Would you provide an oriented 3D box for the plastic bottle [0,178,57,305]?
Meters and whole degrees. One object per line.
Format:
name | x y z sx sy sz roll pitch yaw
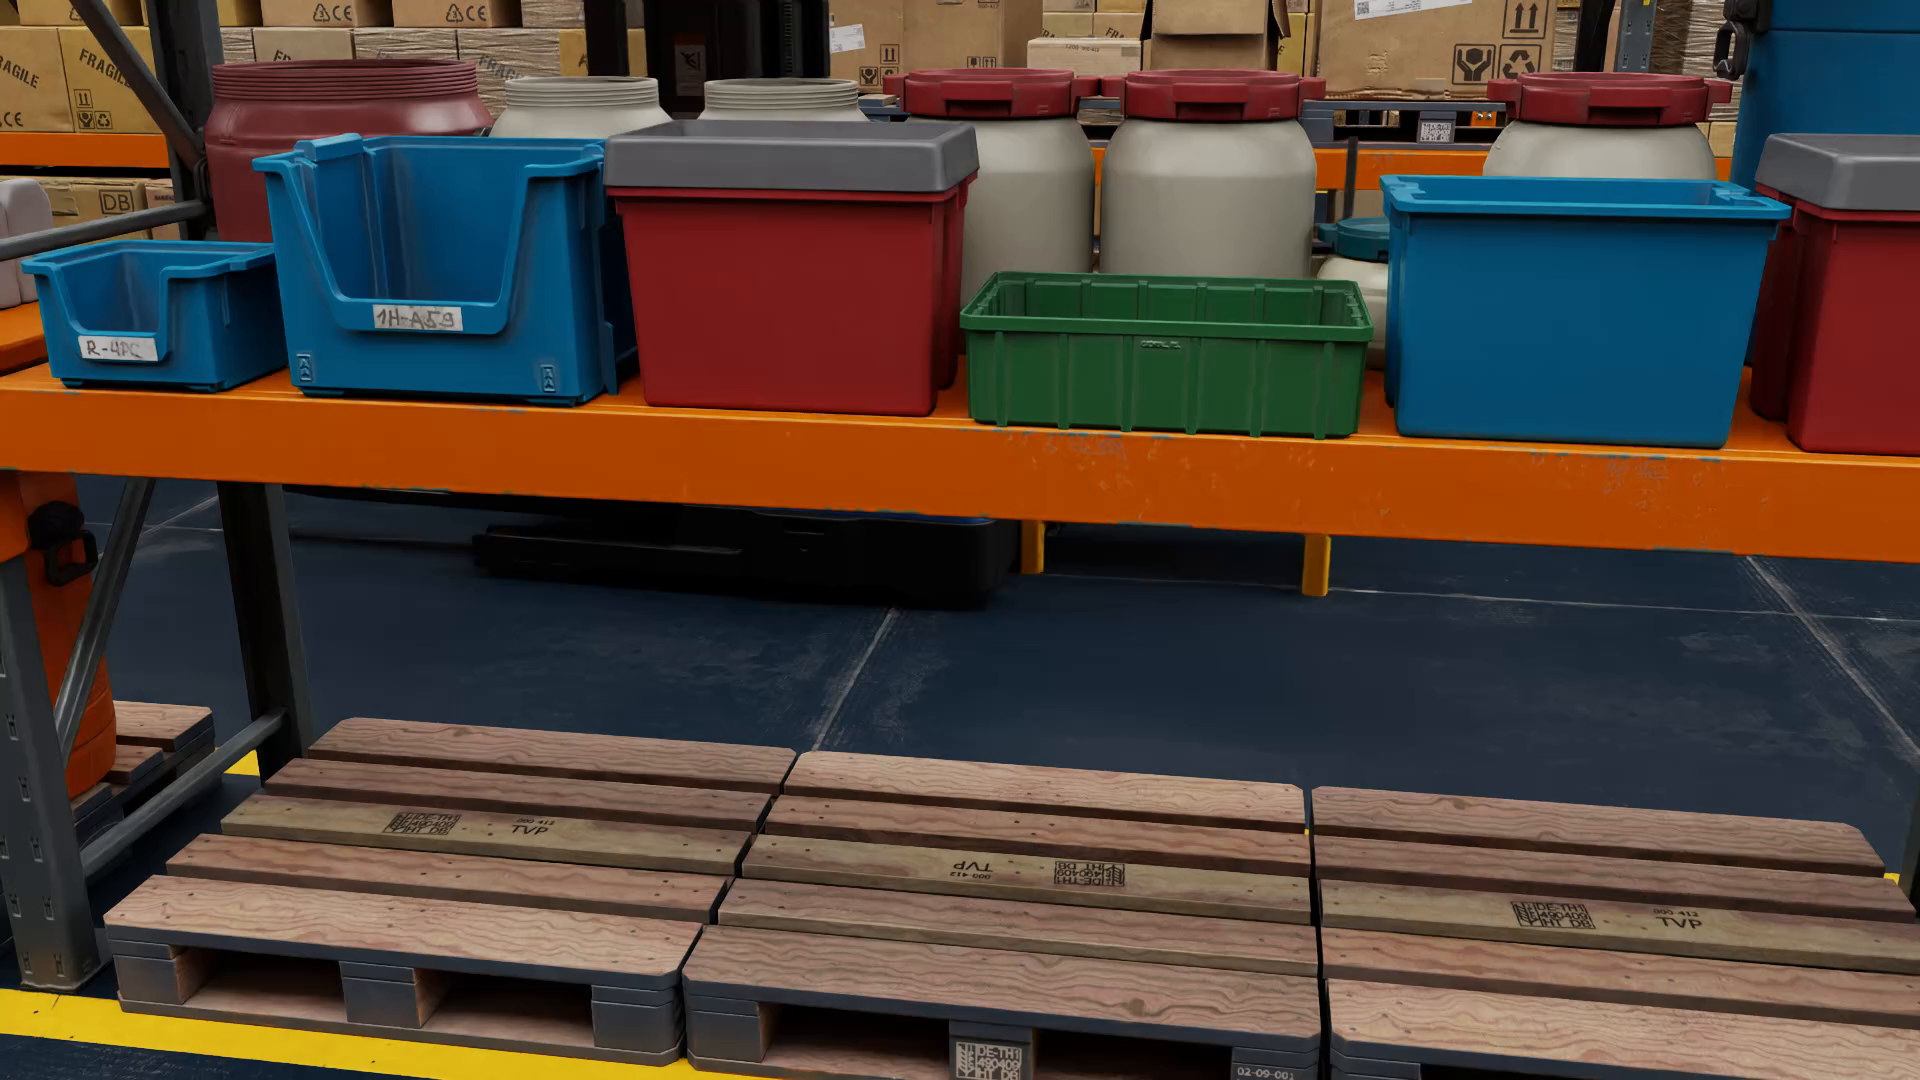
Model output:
plastic bottle | -2.202 -0.697 3.856 0.135 0.276 0.152 3 19 9

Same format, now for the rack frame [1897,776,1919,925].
rack frame | 2.123 -0.432 2.867 0.127 3.000 1.000 3 19 9

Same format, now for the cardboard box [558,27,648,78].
cardboard box | -1.567 -2.180 7.932 0.500 0.500 0.500 4 19 10

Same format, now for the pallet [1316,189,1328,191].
pallet | 3.712 -3.805 17.341 1.213 0.211 1.003 3 19 9

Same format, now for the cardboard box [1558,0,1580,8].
cardboard box | 4.154 -4.086 11.850 0.550 0.550 0.875 3 19 9

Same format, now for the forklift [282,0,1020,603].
forklift | -1.250 -1.408 5.891 3.031 2.935 1.130 4 19 12

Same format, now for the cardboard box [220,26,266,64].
cardboard box | -3.585 -2.282 8.238 0.500 0.500 0.500 2 19 7

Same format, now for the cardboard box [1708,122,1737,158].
cardboard box | 3.318 -1.743 7.180 0.250 0.149 0.380 3 19 9

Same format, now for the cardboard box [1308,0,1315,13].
cardboard box | 2.796 -4.102 12.103 0.500 0.500 0.700 3 19 8

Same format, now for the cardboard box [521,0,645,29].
cardboard box | -1.760 -2.750 8.056 0.637 0.503 0.797 4 19 11

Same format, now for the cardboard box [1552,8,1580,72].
cardboard box | 4.162 -3.589 12.065 0.550 0.550 0.875 3 19 9

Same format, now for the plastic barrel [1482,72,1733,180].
plastic barrel | 1.214 -0.613 3.194 0.433 0.535 0.433 0 18 0

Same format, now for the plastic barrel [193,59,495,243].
plastic barrel | -1.320 -0.769 3.661 0.708 0.536 0.600 3 19 9

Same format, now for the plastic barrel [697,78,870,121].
plastic barrel | -0.361 -0.680 3.433 0.421 0.512 0.421 0 18 0

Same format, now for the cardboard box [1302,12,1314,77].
cardboard box | 2.739 -3.548 12.022 0.500 0.500 0.500 3 19 8

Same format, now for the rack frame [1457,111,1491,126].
rack frame | 3.796 -3.532 12.133 0.127 3.000 1.000 3 19 9

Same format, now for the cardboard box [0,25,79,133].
cardboard box | -4.575 -2.332 8.389 0.500 0.500 0.500 3 19 9

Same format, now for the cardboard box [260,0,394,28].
cardboard box | -3.066 -2.815 8.251 0.637 0.503 0.797 4 19 10

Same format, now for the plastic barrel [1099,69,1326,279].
plastic barrel | 0.489 -0.650 3.305 0.433 0.535 0.433 0 18 0

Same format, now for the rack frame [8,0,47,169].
rack frame | -4.990 -2.386 8.708 0.127 3.000 1.000 3 19 9

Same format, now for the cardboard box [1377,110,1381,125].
cardboard box | 5.776 -5.578 21.917 0.500 0.250 0.500 3 19 9

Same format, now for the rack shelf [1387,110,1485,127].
rack shelf | 1.821 -3.292 12.548 4.000 0.370 1.077 3 19 9

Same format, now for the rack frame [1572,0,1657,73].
rack frame | 2.909 -1.984 7.504 0.127 3.000 1.000 3 19 9

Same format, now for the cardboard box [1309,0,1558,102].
cardboard box | 2.147 -2.551 7.593 1.000 1.000 1.000 3 19 9

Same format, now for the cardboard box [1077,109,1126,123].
cardboard box | 1.929 -5.882 22.237 0.625 0.625 0.875 4 19 10

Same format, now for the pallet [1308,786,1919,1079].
pallet | 1.342 0.863 3.391 1.213 0.211 1.003 3 19 9

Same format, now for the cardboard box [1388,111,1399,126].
cardboard box | 4.228 -3.703 15.389 0.500 0.500 0.500 3 19 9

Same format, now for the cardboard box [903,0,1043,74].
cardboard box | 0.066 -2.420 7.989 0.500 0.500 0.700 6 19 17

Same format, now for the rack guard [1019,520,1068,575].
rack guard | 0.315 -0.086 6.167 0.087 0.250 0.587 4 19 12

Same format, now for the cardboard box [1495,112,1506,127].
cardboard box | 4.405 -2.670 12.244 0.875 0.875 0.875 3 19 9

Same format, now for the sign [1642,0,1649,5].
sign | 2.825 -2.359 6.800 0.005 0.325 0.100 3 19 9

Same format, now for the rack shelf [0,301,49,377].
rack shelf | -3.801 -0.393 3.883 4.000 0.370 1.077 3 19 9

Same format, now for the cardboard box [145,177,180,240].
cardboard box | -3.472 -1.507 8.767 0.875 0.875 1.225 2 19 7

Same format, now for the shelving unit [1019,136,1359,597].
shelving unit | 0.799 -0.643 5.861 1.083 1.500 0.587 4 19 12

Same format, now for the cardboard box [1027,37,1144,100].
cardboard box | 0.578 -2.157 7.596 0.500 0.250 0.500 2 19 7

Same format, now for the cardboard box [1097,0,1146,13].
cardboard box | 1.294 -4.179 12.334 0.500 0.500 0.700 3 19 8

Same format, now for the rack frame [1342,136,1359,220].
rack frame | 1.303 -0.606 5.749 0.032 1.500 0.500 4 19 12

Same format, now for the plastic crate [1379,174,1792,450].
plastic crate | 0.985 -0.382 2.744 0.575 0.384 0.392 3 19 9

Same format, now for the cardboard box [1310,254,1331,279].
cardboard box | 1.838 -1.074 8.033 0.500 0.500 0.700 3 19 8

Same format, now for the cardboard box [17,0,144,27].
cardboard box | -4.358 -2.880 8.444 0.637 0.503 0.797 2 19 7

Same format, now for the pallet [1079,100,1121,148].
pallet | 0.921 -2.007 7.877 1.213 0.211 1.003 3 19 9

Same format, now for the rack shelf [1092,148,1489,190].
rack shelf | 0.934 -1.743 7.919 4.000 0.370 1.077 3 19 9

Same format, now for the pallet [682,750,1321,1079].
pallet | 0.134 0.802 3.572 1.213 0.211 1.003 3 19 9

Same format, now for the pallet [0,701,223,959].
pallet | -2.611 0.662 3.990 1.213 0.211 1.003 3 19 9

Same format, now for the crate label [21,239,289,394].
crate label | -1.469 -0.415 3.081 0.416 0.233 0.303 3 19 9

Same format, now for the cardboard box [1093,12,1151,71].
cardboard box | 1.247 -3.624 12.249 0.500 0.500 0.500 3 19 9

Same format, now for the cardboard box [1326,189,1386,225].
cardboard box | 3.168 -2.668 12.433 0.750 0.750 1.050 3 19 8

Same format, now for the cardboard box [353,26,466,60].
cardboard box | -2.571 -2.232 8.088 0.500 0.500 0.500 2 19 7

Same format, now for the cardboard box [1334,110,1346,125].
cardboard box | 4.748 -5.739 21.810 0.625 0.625 0.875 4 19 11

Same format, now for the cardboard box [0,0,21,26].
cardboard box | -5.422 -2.916 8.877 0.500 0.500 0.500 3 19 9

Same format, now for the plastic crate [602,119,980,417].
plastic crate | -0.279 -0.486 2.929 0.583 0.464 0.402 3 19 9
